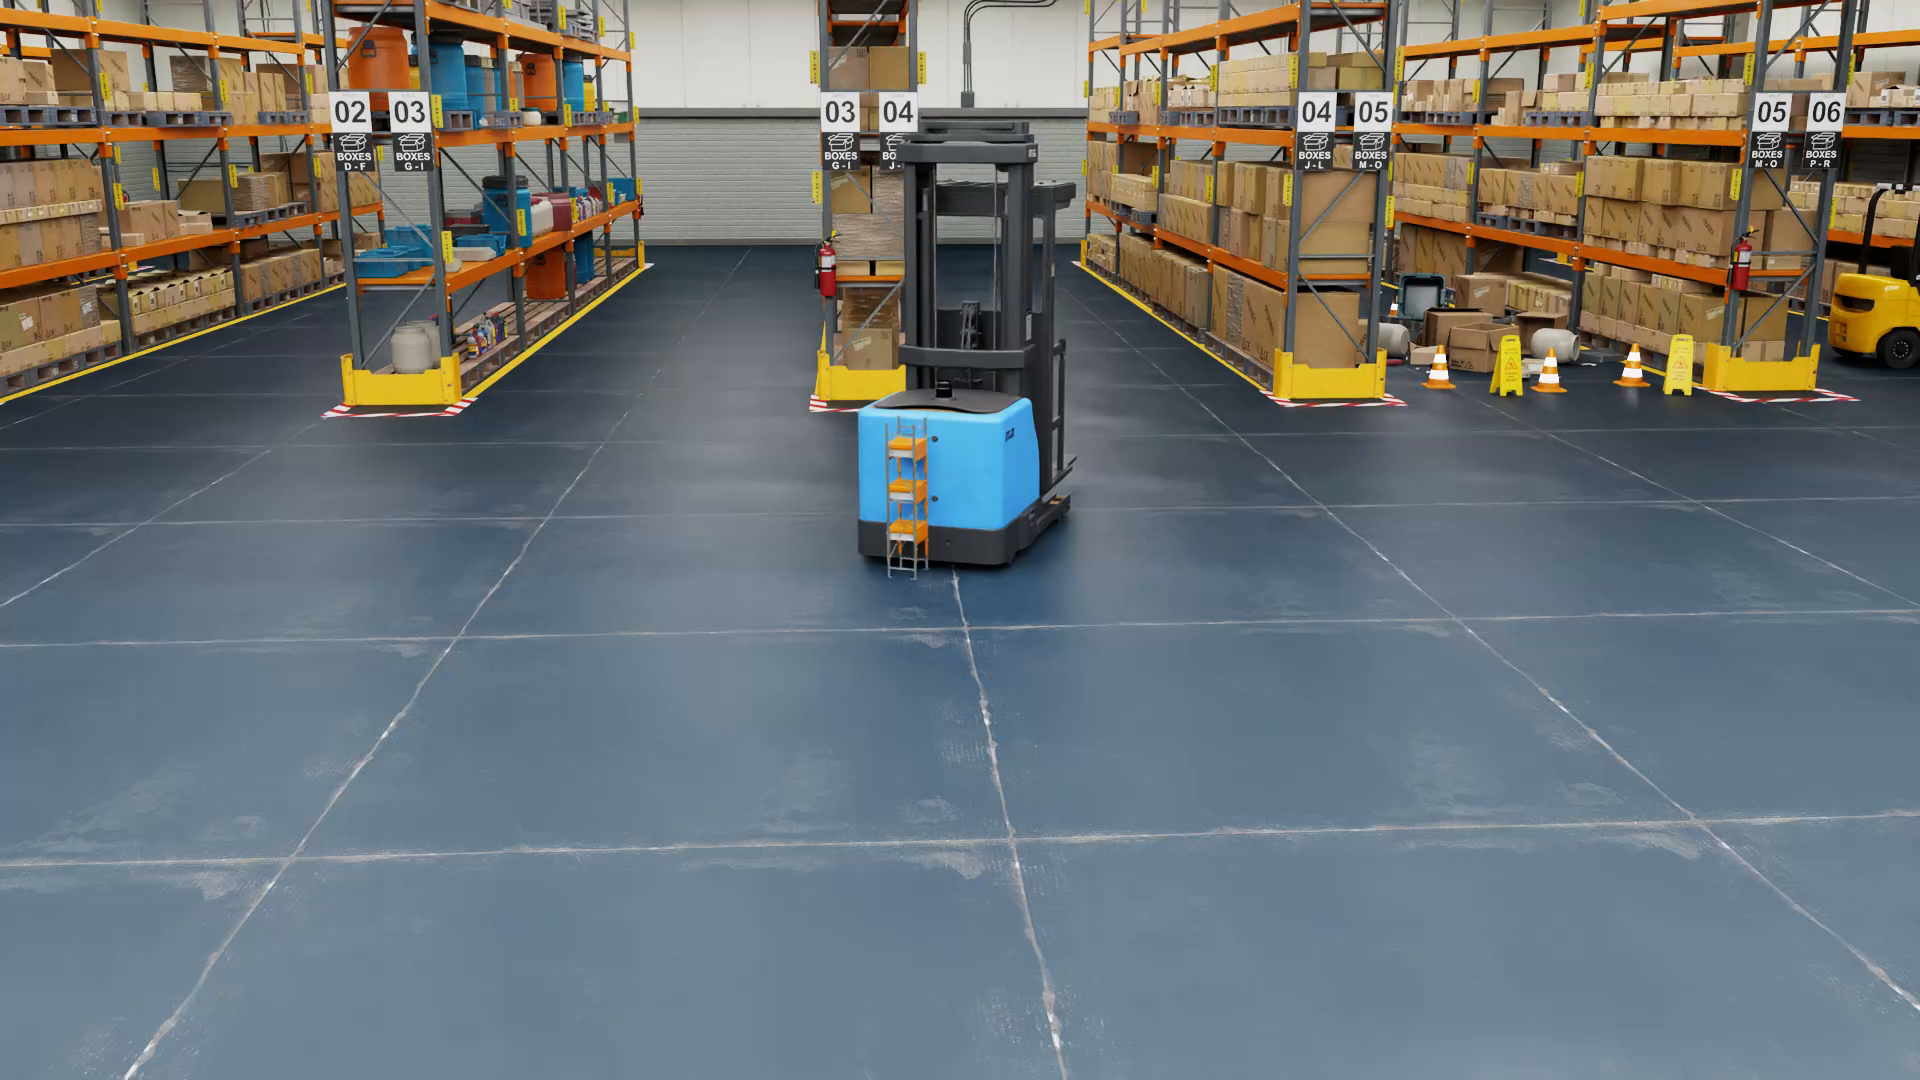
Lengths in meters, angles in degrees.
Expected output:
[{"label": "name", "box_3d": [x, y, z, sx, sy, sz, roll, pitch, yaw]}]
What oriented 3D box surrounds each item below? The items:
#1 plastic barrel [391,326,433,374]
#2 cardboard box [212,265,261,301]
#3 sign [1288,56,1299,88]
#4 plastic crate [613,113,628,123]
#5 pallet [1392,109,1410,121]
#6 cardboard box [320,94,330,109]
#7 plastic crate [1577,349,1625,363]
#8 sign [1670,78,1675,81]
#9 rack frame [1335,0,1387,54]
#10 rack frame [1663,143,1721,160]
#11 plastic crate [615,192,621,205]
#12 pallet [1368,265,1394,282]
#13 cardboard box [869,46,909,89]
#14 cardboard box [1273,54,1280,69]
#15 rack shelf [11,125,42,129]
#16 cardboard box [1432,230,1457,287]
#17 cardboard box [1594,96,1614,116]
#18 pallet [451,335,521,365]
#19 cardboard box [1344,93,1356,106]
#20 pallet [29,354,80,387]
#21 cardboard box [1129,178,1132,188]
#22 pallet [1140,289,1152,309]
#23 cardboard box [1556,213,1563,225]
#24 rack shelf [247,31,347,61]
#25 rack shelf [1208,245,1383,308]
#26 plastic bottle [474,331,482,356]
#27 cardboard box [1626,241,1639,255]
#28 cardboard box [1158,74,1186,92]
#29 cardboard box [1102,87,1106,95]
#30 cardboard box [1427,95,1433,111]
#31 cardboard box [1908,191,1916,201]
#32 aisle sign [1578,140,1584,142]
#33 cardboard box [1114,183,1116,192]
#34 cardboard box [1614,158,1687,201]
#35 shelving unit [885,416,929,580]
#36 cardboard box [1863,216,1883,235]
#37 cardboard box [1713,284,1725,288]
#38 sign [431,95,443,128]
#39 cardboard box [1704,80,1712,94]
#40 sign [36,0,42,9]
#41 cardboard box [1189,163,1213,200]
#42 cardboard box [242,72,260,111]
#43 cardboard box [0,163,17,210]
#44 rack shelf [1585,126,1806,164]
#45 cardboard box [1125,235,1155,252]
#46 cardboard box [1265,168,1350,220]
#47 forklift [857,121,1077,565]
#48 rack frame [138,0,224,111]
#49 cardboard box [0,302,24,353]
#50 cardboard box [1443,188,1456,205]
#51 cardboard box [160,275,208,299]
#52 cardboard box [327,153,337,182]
[{"label": "plastic barrel", "box_3d": [-6.000, -2.067, 18.192, 0.421, 0.512, 0.421, 0, 14, 0]}, {"label": "cardboard box", "box_3d": [-11.065, -3.941, 25.456, 0.500, 0.500, 0.500, 0, 14, -1]}, {"label": "sign", "box_3d": [3.475, -4.873, 17.307, 0.100, 0.325, 0.005, -1, 14, -3]}, {"label": "plastic crate", "box_3d": [-6.528, -7.995, 31.485, 0.450, 0.188, 0.336, -1, 14, -3]}, {"label": "pallet", "box_3d": [8.168, -7.734, 30.223, 1.003, 0.211, 1.213, -1, 14, -3]}, {"label": "cardboard box", "box_3d": [-11.385, -7.687, 29.159, 0.500, 0.250, 0.500, -1, 14, -3]}, {"label": "plastic crate", "box_3d": [7.983, -2.314, 20.858, 0.402, 0.080, 0.583, -6, 16, -23]}, {"label": "sign", "box_3d": [9.245, -5.844, 21.663, 0.100, 0.325, 0.005, -1, 14, -3]}, {"label": "rack frame", "box_3d": [7.961, -10.020, 32.913, 1.000, 3.000, 0.127, -1, 14, -3]}, {"label": "rack frame", "box_3d": [13.162, -6.198, 30.095, 1.000, 3.000, 0.127, -1, 14, -3]}, {"label": "plastic crate", "box_3d": [-6.491, -6.327, 30.812, 0.416, 0.233, 0.300, -1, 14, -3]}, {"label": "pallet", "box_3d": [8.239, -4.960, 30.881, 1.003, 0.211, 1.213, -1, 14, -3]}, {"label": "cardboard box", "box_3d": [-0.761, -5.244, 18.566, 0.500, 0.500, 0.500, -1, 14, -4]}, {"label": "cardboard box", "box_3d": [3.628, -5.208, 18.088, 0.380, 0.149, 0.250, -1, 14, -3]}, {"label": "rack shelf", "box_3d": [-16.638, -7.340, 29.957, 1.077, 0.370, 4.000, -1, 14, -3]}, {"label": "cardboard box", "box_3d": [8.445, -4.695, 27.675, 0.875, 0.875, 0.875, -1, 14, -3]}, {"label": "cardboard box", "box_3d": [8.458, -5.541, 21.227, 0.500, 0.250, 0.500, -1, 14, -5]}, {"label": "pallet", "box_3d": [-6.130, -2.383, 20.865, 1.003, 0.211, 1.213, -1, 14, -3]}, {"label": "cardboard box", "box_3d": [4.316, -4.707, 17.743, 0.380, 0.149, 0.250, -1, 14, -3]}, {"label": "pallet", "box_3d": [-10.988, -1.973, 19.270, 1.003, 0.211, 1.213, -1, 14, -3]}, {"label": "cardboard box", "box_3d": [2.956, -5.830, 27.134, 0.380, 0.149, 0.250, 0, 14, -1]}, {"label": "pallet", "box_3d": [3.475, -3.868, 26.636, 1.003, 0.211, 1.213, -1, 14, -3]}, {"label": "cardboard box", "box_3d": [8.398, -4.402, 22.777, 0.380, 0.149, 0.250, -1, 14, -5]}, {"label": "rack shelf", "box_3d": [-11.694, -8.868, 29.884, 1.077, 0.370, 4.000, -1, 14, -3]}, {"label": "rack shelf", "box_3d": [3.894, -3.183, 19.823, 1.077, 0.370, 4.000, -1, 14, -3]}, {"label": "plastic bottle", "box_3d": [-5.680, -2.316, 19.578, 0.061, 0.283, 0.133, -1, 14, -3]}, {"label": "cardboard box", "box_3d": [8.473, -3.607, 20.532, 0.380, 0.149, 0.250, -1, 14, -3]}, {"label": "cardboard box", "box_3d": [3.238, -6.992, 25.427, 0.396, 0.266, 0.258, -1, 14, -3]}, {"label": "cardboard box", "box_3d": [2.840, -8.292, 30.710, 0.380, 0.149, 0.250, -1, 14, -4]}, {"label": "cardboard box", "box_3d": [7.972, -7.251, 27.597, 0.396, 0.266, 0.258, 0, 14, 1]}, {"label": "cardboard box", "box_3d": [13.419, -4.778, 23.074, 0.380, 0.149, 0.250, -1, 14, -3]}, {"label": "aisle sign", "box_3d": [12.617, -8.464, 33.686, 0.394, 0.787, 0.004, -1, 14, -3]}, {"label": "cardboard box", "box_3d": [2.858, -6.075, 28.682, 0.380, 0.149, 0.250, -1, 14, -5]}, {"label": "cardboard box", "box_3d": [8.529, -4.442, 20.467, 0.700, 0.500, 0.500, -1, 14, -5]}, {"label": "shelving unit", "box_3d": [-0.350, -0.278, 10.990, 0.215, 1.050, 0.252, 4, 16, 16]}, {"label": "cardboard box", "box_3d": [13.329, -4.506, 23.820, 0.500, 0.250, 0.500, -1, 14, -3]}, {"label": "cardboard box", "box_3d": [9.116, -2.836, 20.201, 0.500, 0.500, 0.500, -1, 14, -2]}, {"label": "sign", "box_3d": [-5.333, -4.371, 16.957, 0.100, 0.325, 0.005, -1, 14, -3]}, {"label": "cardboard box", "box_3d": [8.660, -5.124, 18.807, 0.380, 0.149, 0.250, -1, 14, -3]}, {"label": "sign", "box_3d": [-17.316, -10.160, 31.263, 0.100, 0.325, 0.005, -1, 14, -3]}, {"label": "cardboard box", "box_3d": [3.638, -5.064, 23.483, 0.700, 0.500, 0.500, -1, 14, -4]}, {"label": "cardboard box", "box_3d": [-11.527, -7.110, 26.377, 0.600, 0.600, 0.600, -1, 15, -6]}, {"label": "cardboard box", "box_3d": [-10.916, -3.893, 18.334, 0.700, 0.500, 0.500, -1, 14, -3]}, {"label": "rack shelf", "box_3d": [8.828, -4.738, 19.844, 1.077, 0.370, 4.000, -1, 14, -3]}, {"label": "cardboard box", "box_3d": [3.092, -5.054, 28.320, 0.500, 0.250, 0.500, 0, 14, -2]}, {"label": "cardboard box", "box_3d": [3.907, -3.858, 18.534, 0.875, 0.550, 0.550, -1, 14, -3]}, {"label": "forklift", "box_3d": [0.214, -1.575, 12.267, 1.130, 2.935, 3.031, 4, 15, 16]}, {"label": "rack frame", "box_3d": [-11.322, -7.726, 23.994, 1.000, 3.000, 0.127, -1, 14, -3]}, {"label": "cardboard box", "box_3d": [-10.671, -2.327, 18.221, 0.500, 0.500, 0.500, -1, 14, -3]}, {"label": "cardboard box", "box_3d": [8.137, -5.539, 26.832, 0.500, 0.250, 0.500, -1, 14, -5]}, {"label": "cardboard box", "box_3d": [-10.977, -3.583, 23.481, 0.500, 0.311, 0.500, -1, 14, -4]}, {"label": "cardboard box", "box_3d": [-11.351, -6.598, 29.442, 0.500, 0.500, 0.500, -1, 14, -5]}]
